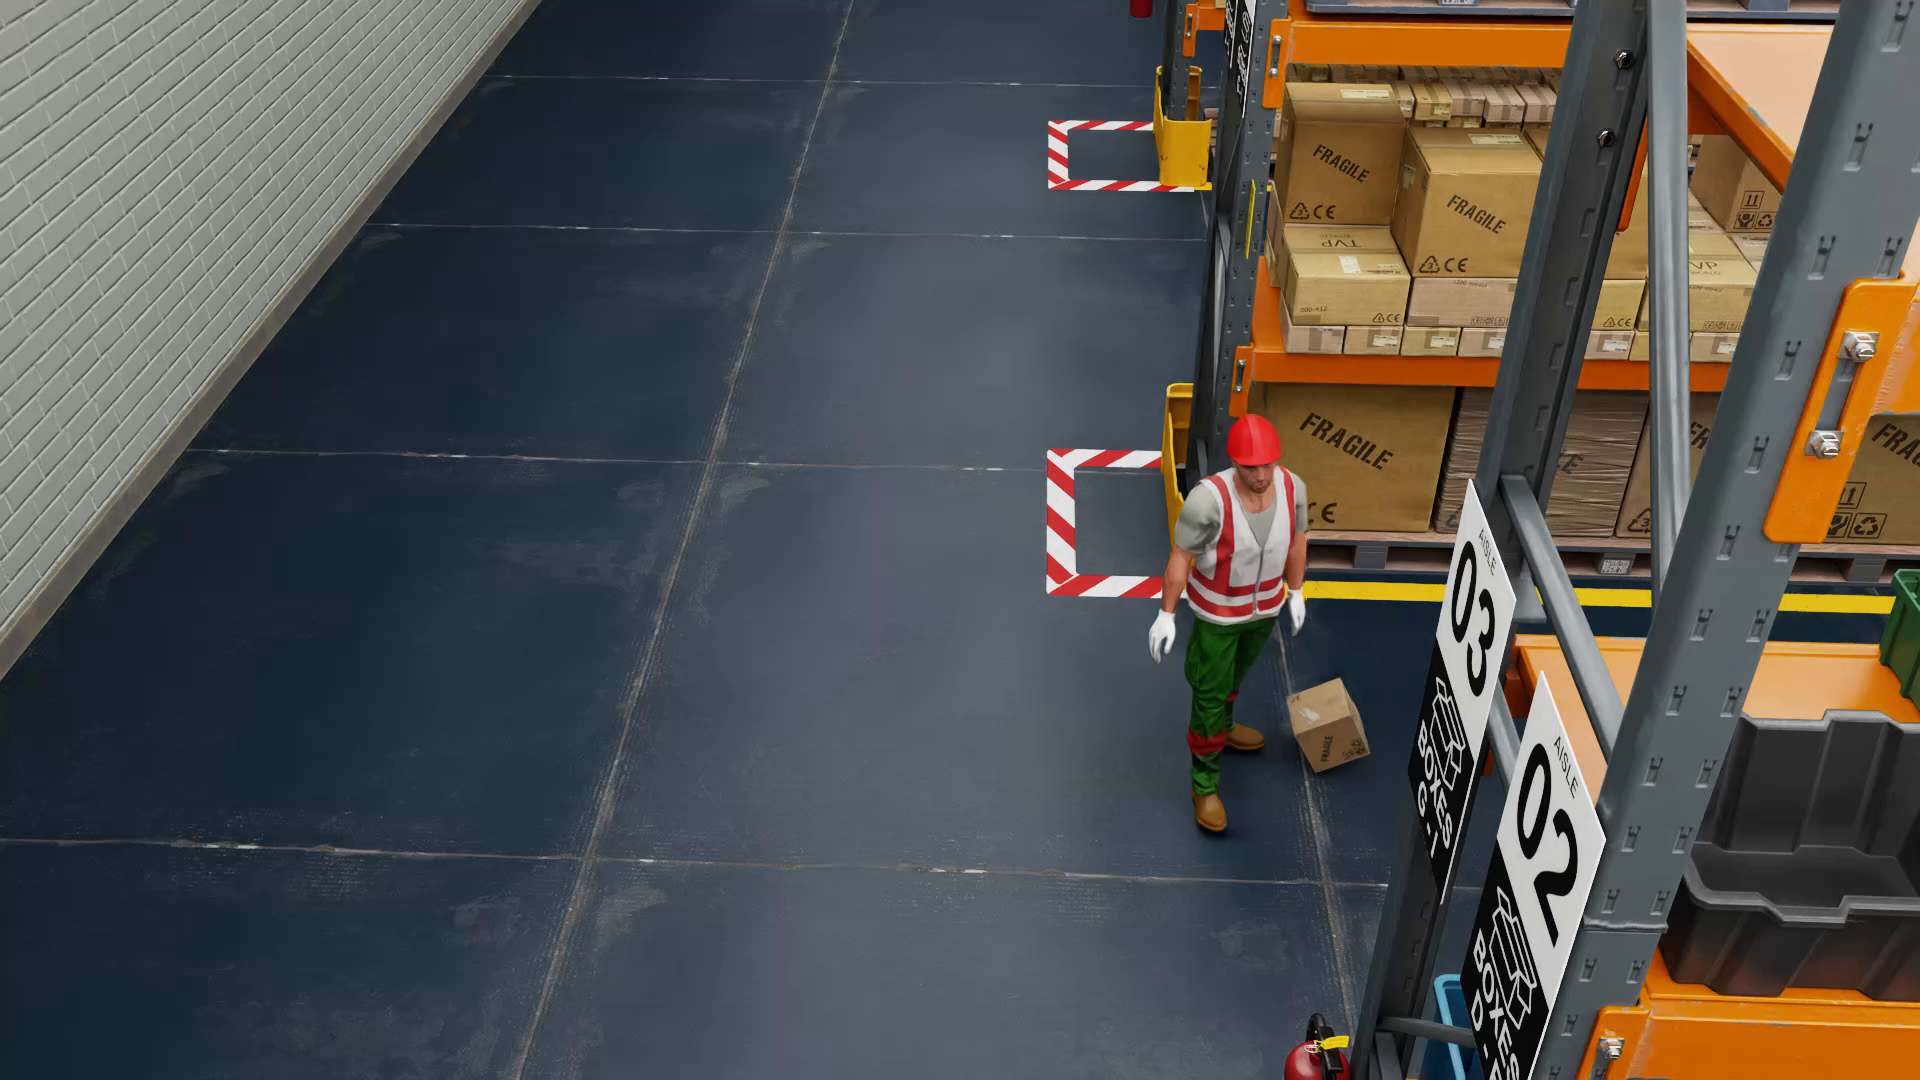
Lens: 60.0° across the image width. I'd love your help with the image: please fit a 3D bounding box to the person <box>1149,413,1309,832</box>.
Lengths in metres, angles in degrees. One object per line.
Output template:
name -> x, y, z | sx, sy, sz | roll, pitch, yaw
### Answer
person -> 1.086, 0.312, 6.639 | 0.699, 1.789, 0.634 | -14, 38, -19
